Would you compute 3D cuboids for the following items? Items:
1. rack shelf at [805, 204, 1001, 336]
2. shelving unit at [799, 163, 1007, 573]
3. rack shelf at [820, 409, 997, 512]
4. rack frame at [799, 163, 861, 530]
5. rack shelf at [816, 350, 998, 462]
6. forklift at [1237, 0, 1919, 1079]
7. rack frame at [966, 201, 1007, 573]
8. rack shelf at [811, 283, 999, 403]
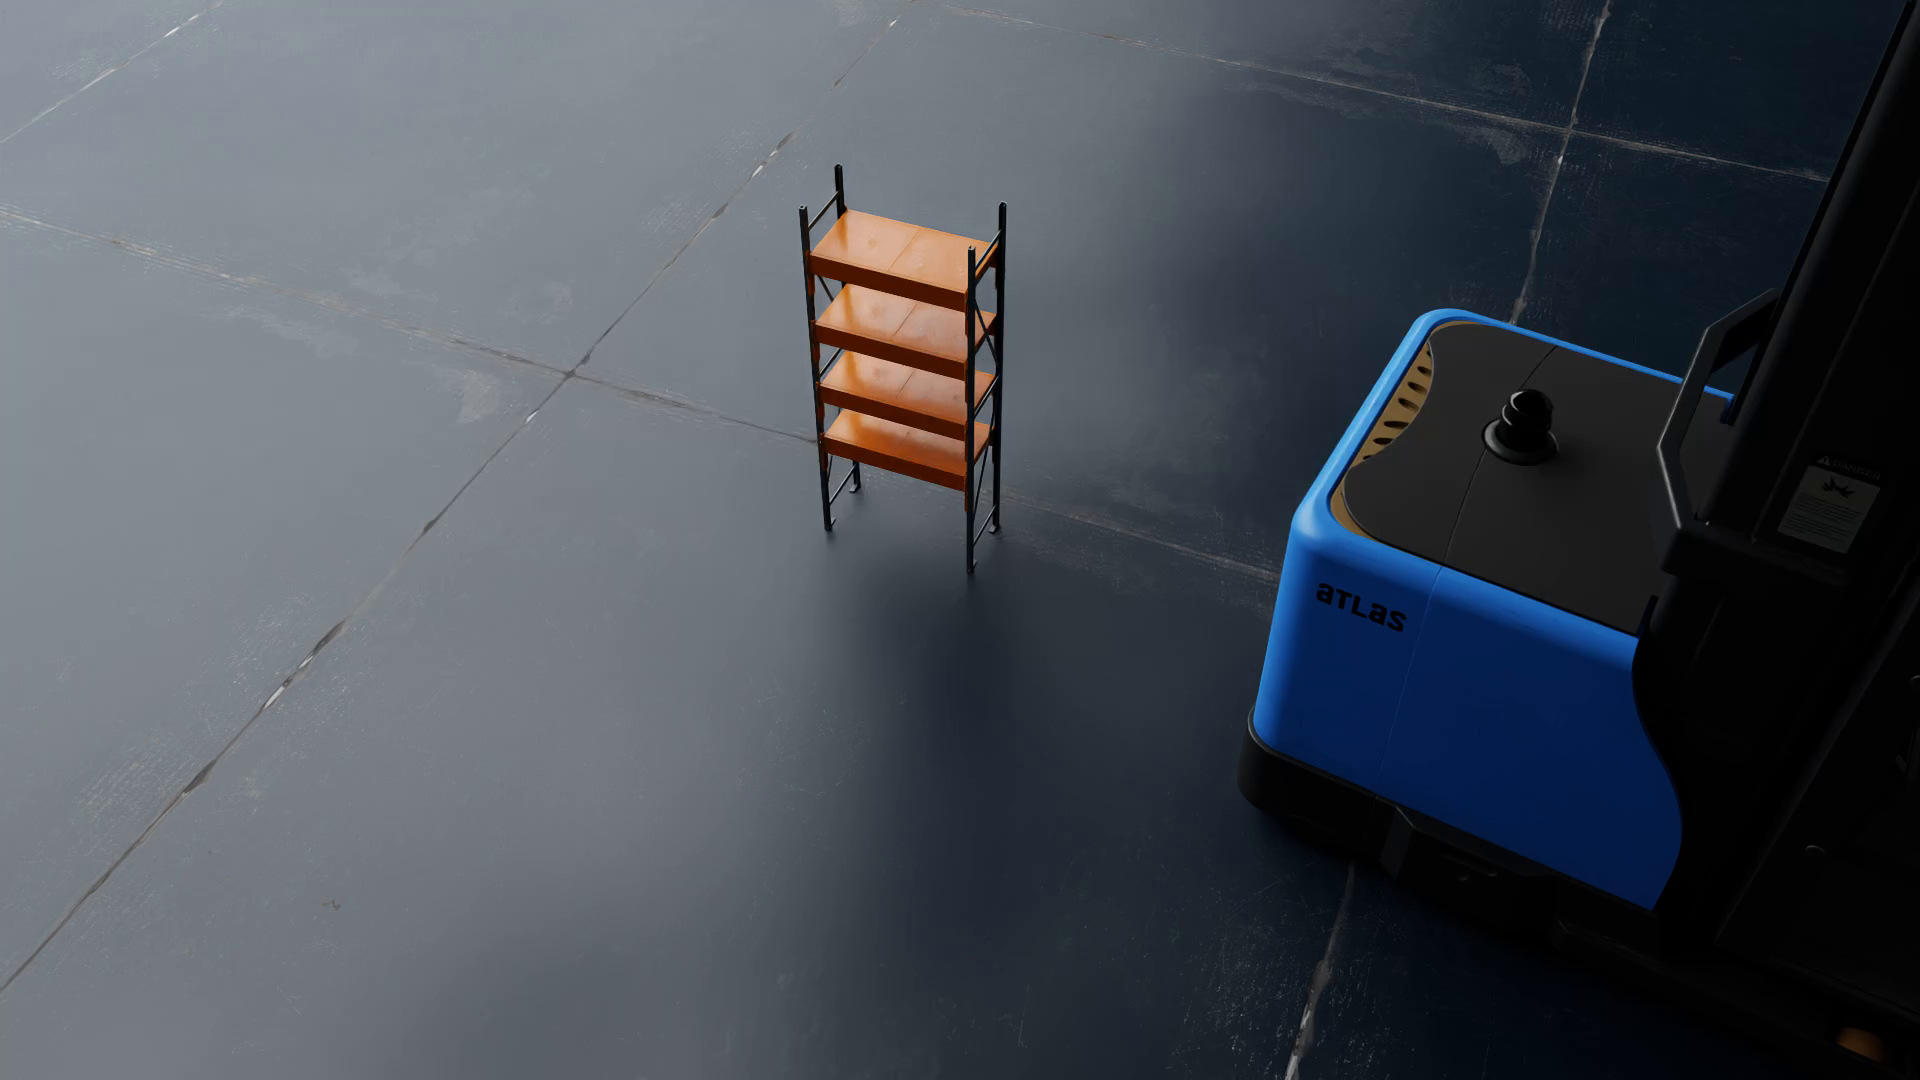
[{"bbox_3d":[-0.153,-0.749,4.595,0.480,0.148,0.258,16,47,16],"label":"rack shelf"},{"bbox_3d":[-0.153,-0.470,4.872,0.503,1.200,0.258,16,47,16],"label":"shelving unit"},{"bbox_3d":[-0.153,-0.282,5.059,0.480,0.148,0.258,16,47,16],"label":"rack shelf"},{"bbox_3d":[-0.378,-0.537,4.939,0.015,1.200,0.240,16,47,16],"label":"rack frame"},{"bbox_3d":[-0.153,-0.423,4.919,0.480,0.148,0.258,16,47,16],"label":"rack shelf"},{"bbox_3d":[2.283,-0.094,3.266,3.031,2.935,1.130,22,49,21],"label":"forklift"},{"bbox_3d":[0.072,-0.404,4.805,0.015,1.200,0.240,16,47,16],"label":"rack frame"},{"bbox_3d":[-0.153,-0.581,4.762,0.480,0.148,0.258,16,47,16],"label":"rack shelf"}]
